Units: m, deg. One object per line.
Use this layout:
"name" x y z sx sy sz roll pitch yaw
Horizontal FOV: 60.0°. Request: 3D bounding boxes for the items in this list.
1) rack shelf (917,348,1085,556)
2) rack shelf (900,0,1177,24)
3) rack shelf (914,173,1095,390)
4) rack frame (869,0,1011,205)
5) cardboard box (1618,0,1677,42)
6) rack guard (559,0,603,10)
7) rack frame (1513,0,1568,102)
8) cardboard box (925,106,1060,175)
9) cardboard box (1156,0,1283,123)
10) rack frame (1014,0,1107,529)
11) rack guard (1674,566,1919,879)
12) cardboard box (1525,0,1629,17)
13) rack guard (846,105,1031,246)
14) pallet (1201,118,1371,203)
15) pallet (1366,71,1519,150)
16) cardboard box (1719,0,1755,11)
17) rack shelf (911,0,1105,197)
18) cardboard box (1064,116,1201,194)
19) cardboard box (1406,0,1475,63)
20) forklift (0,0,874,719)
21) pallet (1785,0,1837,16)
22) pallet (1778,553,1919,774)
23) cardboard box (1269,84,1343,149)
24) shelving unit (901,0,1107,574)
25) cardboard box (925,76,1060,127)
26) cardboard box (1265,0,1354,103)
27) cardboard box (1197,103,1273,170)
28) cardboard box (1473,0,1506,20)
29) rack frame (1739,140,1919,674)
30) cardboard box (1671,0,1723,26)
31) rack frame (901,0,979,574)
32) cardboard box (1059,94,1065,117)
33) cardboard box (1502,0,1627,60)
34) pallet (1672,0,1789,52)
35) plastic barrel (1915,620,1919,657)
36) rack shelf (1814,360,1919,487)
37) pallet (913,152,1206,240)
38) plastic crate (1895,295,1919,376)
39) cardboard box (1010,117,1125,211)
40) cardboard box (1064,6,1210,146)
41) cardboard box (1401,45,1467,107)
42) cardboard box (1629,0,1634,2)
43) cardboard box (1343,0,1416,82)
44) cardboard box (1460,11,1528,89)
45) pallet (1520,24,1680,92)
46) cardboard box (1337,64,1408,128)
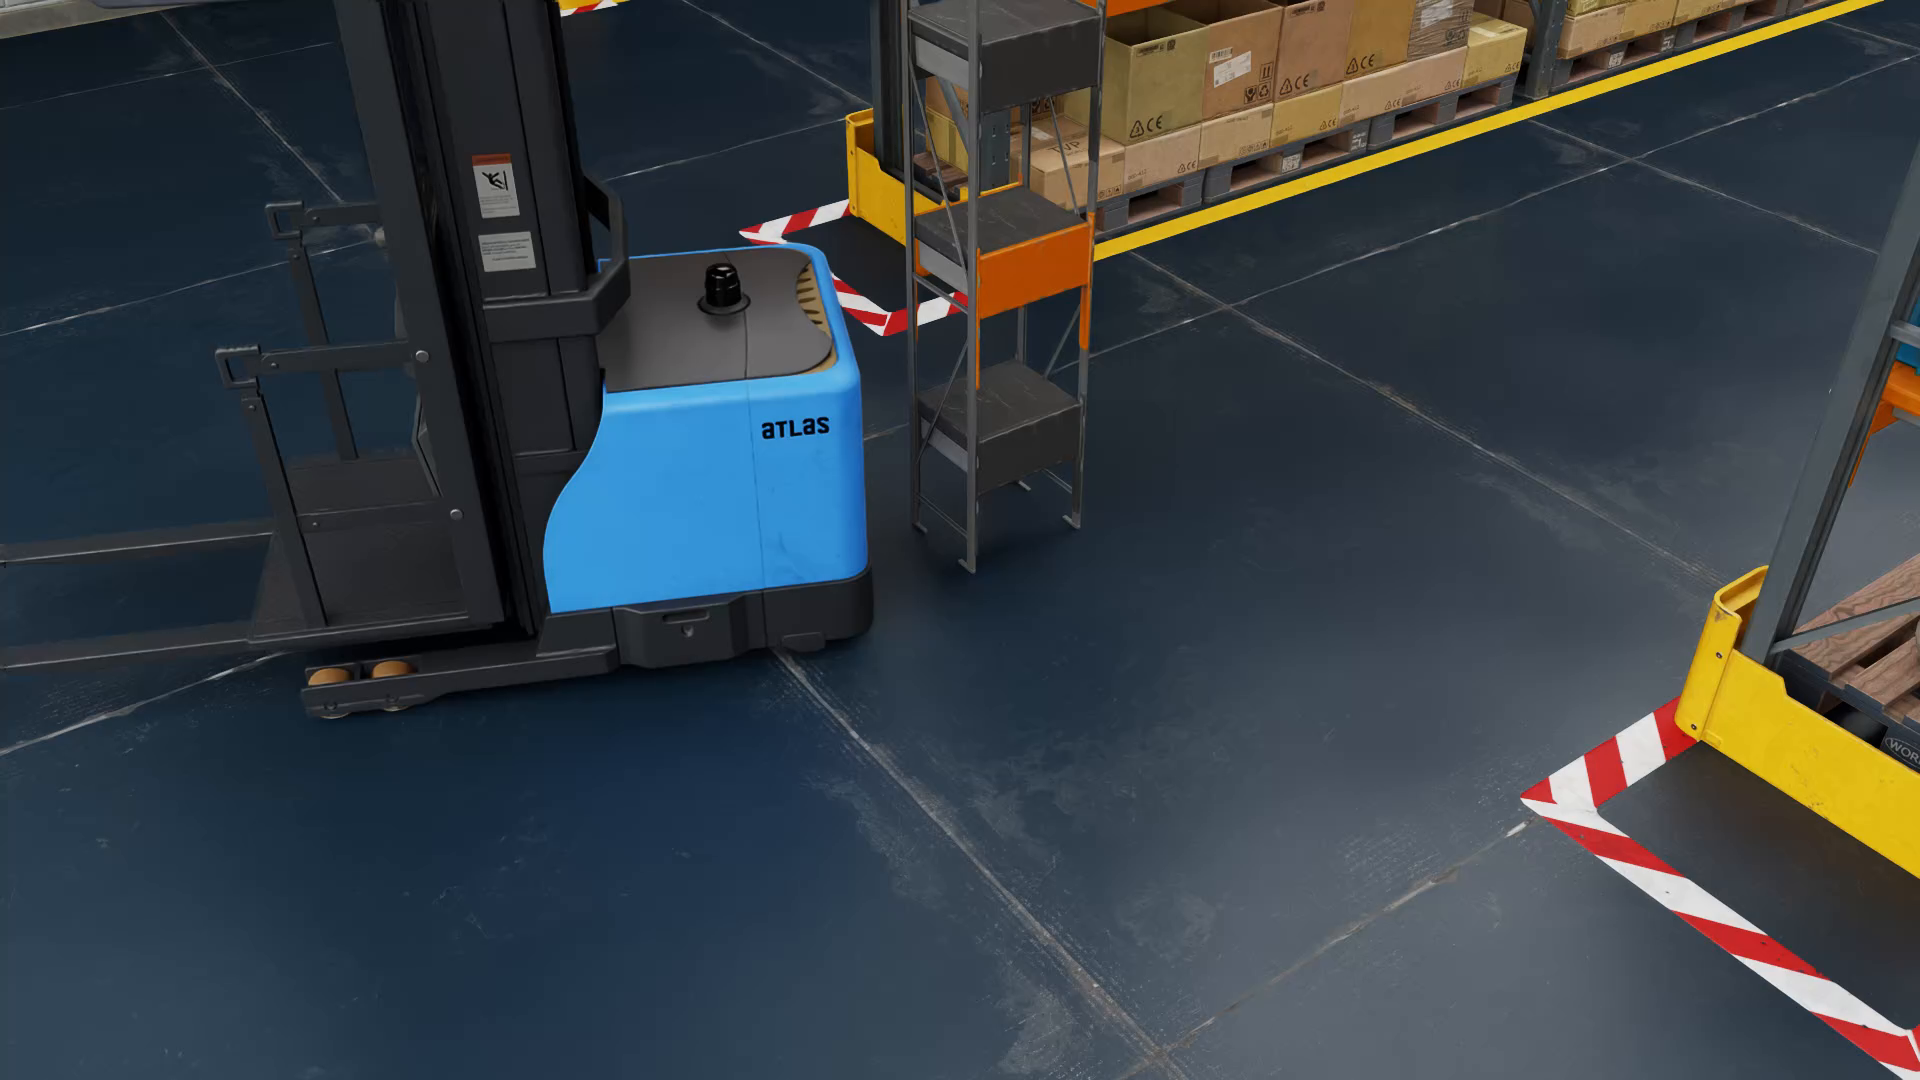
"rack shelf" 0.135 -0.329 6.131 0.480 0.518 0.431 -22 41 -28
"rack shelf" 1.532 -3.107 8.617 4.000 0.370 1.077 -22 41 -28
"rack shelf" 0.135 -0.897 5.722 0.480 0.518 0.431 -22 41 -28
"rack frame" -0.103 -2.727 7.472 0.127 3.000 1.000 -22 41 -28
"cardboard box" 4.058 -3.315 10.285 0.500 0.250 0.500 -21 41 -27
"rack guard" -2.897 -4.100 11.523 0.348 0.500 1.175 -22 41 -28
"rack frame" 3.167 -4.072 9.343 0.127 3.000 1.000 -22 41 -28
"cardboard box" 0.165 -2.102 8.599 0.500 0.250 0.500 -22 41 -28
"cardboard box" 1.273 -2.503 8.514 0.500 0.500 0.500 -22 41 -28
"rack frame" 0.335 -0.990 5.828 0.015 2.100 0.400 -22 41 -28
"rack guard" 2.783 0.605 4.980 0.348 0.500 1.175 -22 41 -28
"cardboard box" 3.648 -3.374 9.887 0.500 0.311 0.500 -22 41 -28
"rack guard" -0.122 -1.704 8.191 0.348 0.500 1.175 -22 41 -28
"pallet" 1.495 -2.280 9.239 1.213 0.211 1.003 -22 41 -28
"pallet" 2.493 -2.693 9.813 1.213 0.211 1.003 -22 41 -28
"cardboard box" 4.896 -3.661 10.767 0.500 0.250 0.500 -22 41 -27
"rack shelf" 0.135 -1.465 5.314 0.480 0.518 0.431 -22 41 -28
"cardboard box" 0.870 -2.025 8.492 0.500 0.250 0.500 -22 41 -28
"cardboard box" 2.498 -3.008 9.216 0.500 0.500 0.500 -22 41 -28
"forklift" -1.867 -0.942 5.050 3.031 2.935 1.130 -6 36 -9
"pallet" 5.741 -4.027 11.669 1.213 0.211 1.003 -22 41 -28
"pallet" 3.450 0.452 5.441 1.213 0.211 1.003 -22 41 -28
"cardboard box" 1.691 -2.359 8.956 0.500 0.250 0.500 -22 41 -28
"shelving unit" 0.135 -0.908 5.714 0.503 2.100 0.431 -22 41 -28
"cardboard box" 0.164 -2.408 8.382 0.500 0.500 0.500 -22 41 -28
"cardboard box" 1.691 -2.663 8.736 0.500 0.500 0.500 -22 41 -28
"cardboard box" 1.279 -2.193 8.725 0.500 0.250 0.500 -22 41 -28
"cardboard box" 3.339 -3.404 10.409 0.500 0.250 0.500 -23 42 -28
"rack frame" 2.748 -0.361 4.183 0.127 3.000 1.000 -22 41 -28
"cardboard box" 4.480 -3.491 10.530 0.500 0.250 0.500 -24 42 -29
"rack frame" -0.064 -0.826 5.600 0.015 2.100 0.400 -22 41 -28
"cardboard box" 0.567 -2.276 8.841 0.500 0.250 0.500 -22 41 -28
"cardboard box" 3.639 -3.144 10.047 0.500 0.250 0.500 -23 42 -29
"pallet" 4.745 -3.619 11.101 1.213 0.211 1.003 -22 41 -28
"plastic barrel" 3.242 0.220 5.146 0.421 0.512 0.421 0 36 0
"rack shelf" 4.382 -0.742 5.329 4.000 0.370 1.077 -22 41 -28
"pallet" 0.498 -1.872 8.672 1.213 0.211 1.003 -22 41 -28
"plastic crate" 2.984 -0.612 4.659 0.616 0.251 0.499 -22 41 -28
"cardboard box" 0.464 -1.855 8.256 0.500 0.250 0.500 -22 41 -28
"cardboard box" 0.871 -2.329 8.272 0.500 0.500 0.500 -22 41 -28
"cardboard box" 2.499 -2.702 9.434 0.500 0.250 0.500 -22 41 -28
"cardboard box" 4.060 -3.540 10.118 0.500 0.311 0.500 -23 42 -28
"cardboard box" 2.092 -2.838 8.980 0.500 0.500 0.500 -22 41 -28
"cardboard box" 2.914 -2.866 9.661 0.500 0.250 0.500 -22 41 -28
"pallet" 3.747 -3.206 10.527 1.213 0.211 1.003 -22 41 -28
"cardboard box" 2.099 -2.527 9.190 0.500 0.250 0.500 -22 41 -28
